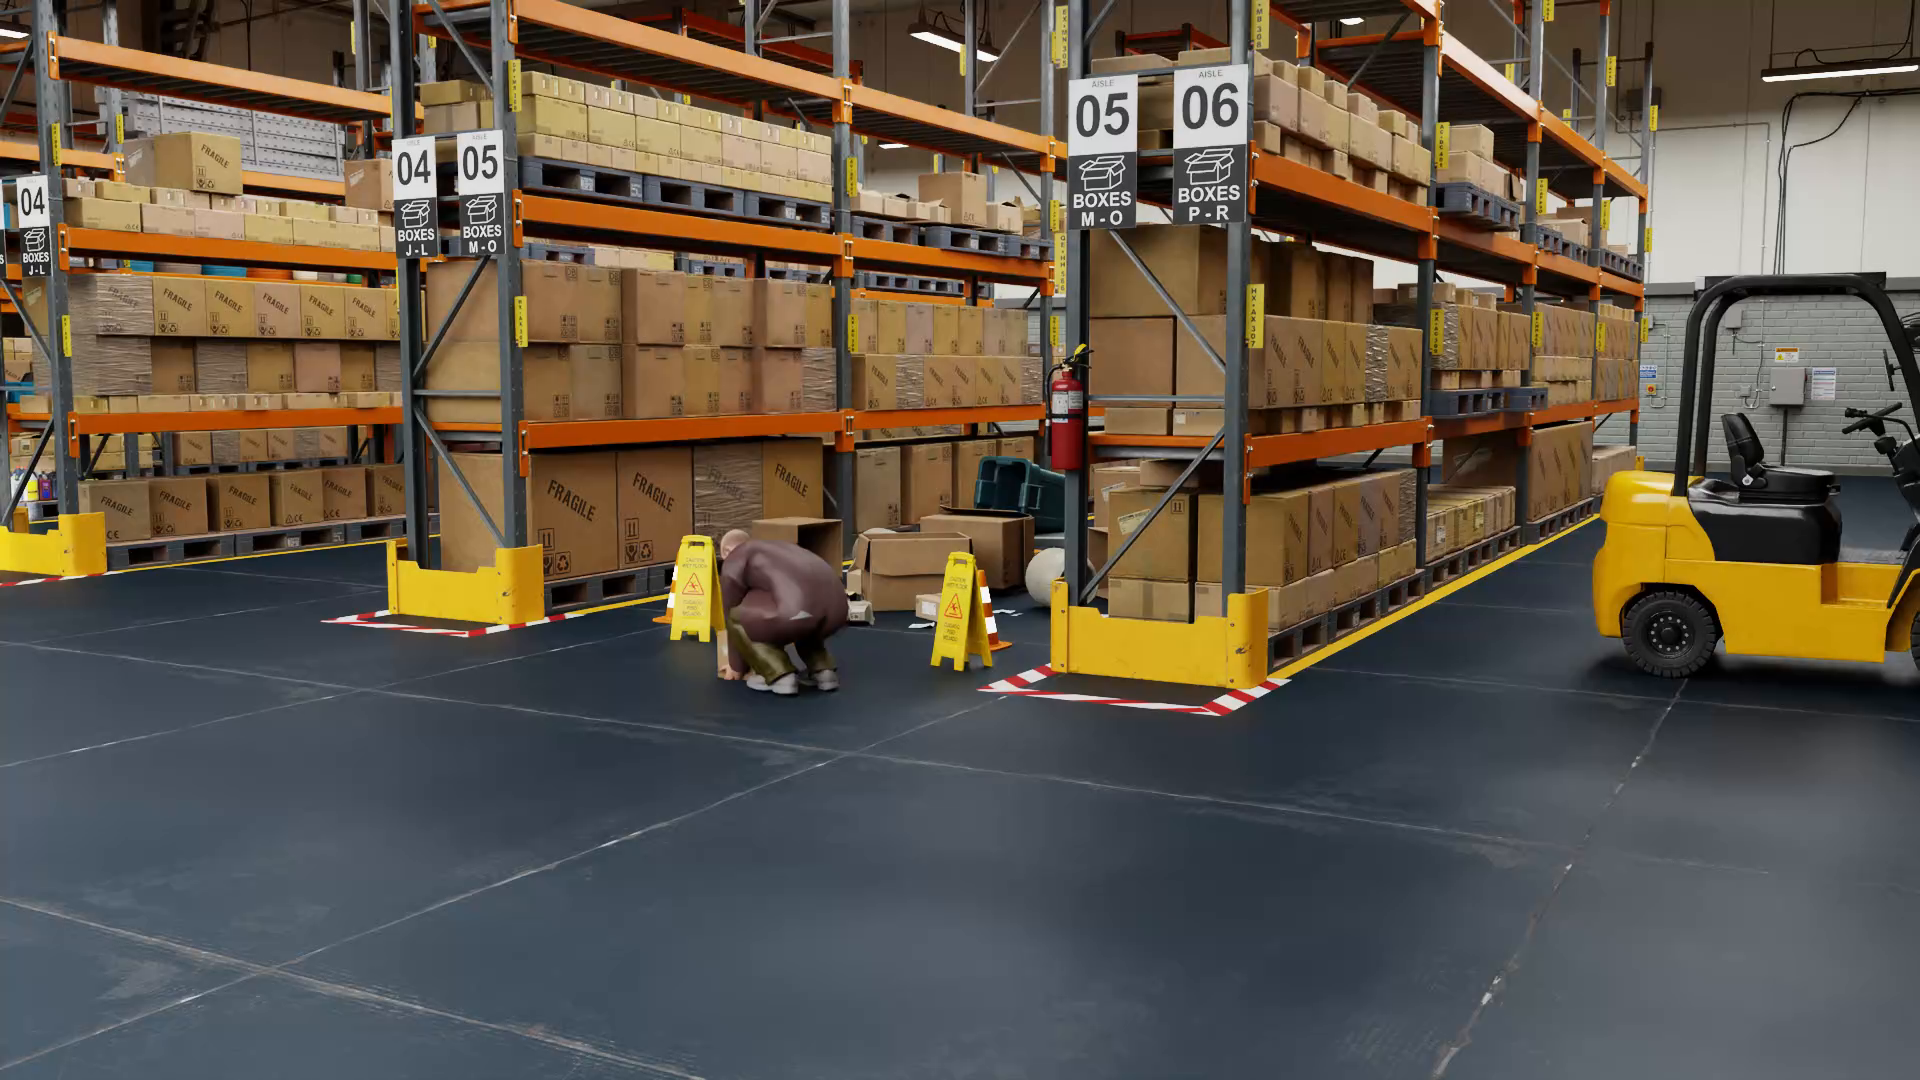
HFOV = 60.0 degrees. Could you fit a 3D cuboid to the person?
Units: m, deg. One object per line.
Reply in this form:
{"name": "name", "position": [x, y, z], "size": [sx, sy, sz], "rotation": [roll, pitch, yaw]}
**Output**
{"name": "person", "position": [-0.903, -0.106, 8.639], "size": [0.529, 1.771, 0.562], "rotation": [-4, 7, -34]}
